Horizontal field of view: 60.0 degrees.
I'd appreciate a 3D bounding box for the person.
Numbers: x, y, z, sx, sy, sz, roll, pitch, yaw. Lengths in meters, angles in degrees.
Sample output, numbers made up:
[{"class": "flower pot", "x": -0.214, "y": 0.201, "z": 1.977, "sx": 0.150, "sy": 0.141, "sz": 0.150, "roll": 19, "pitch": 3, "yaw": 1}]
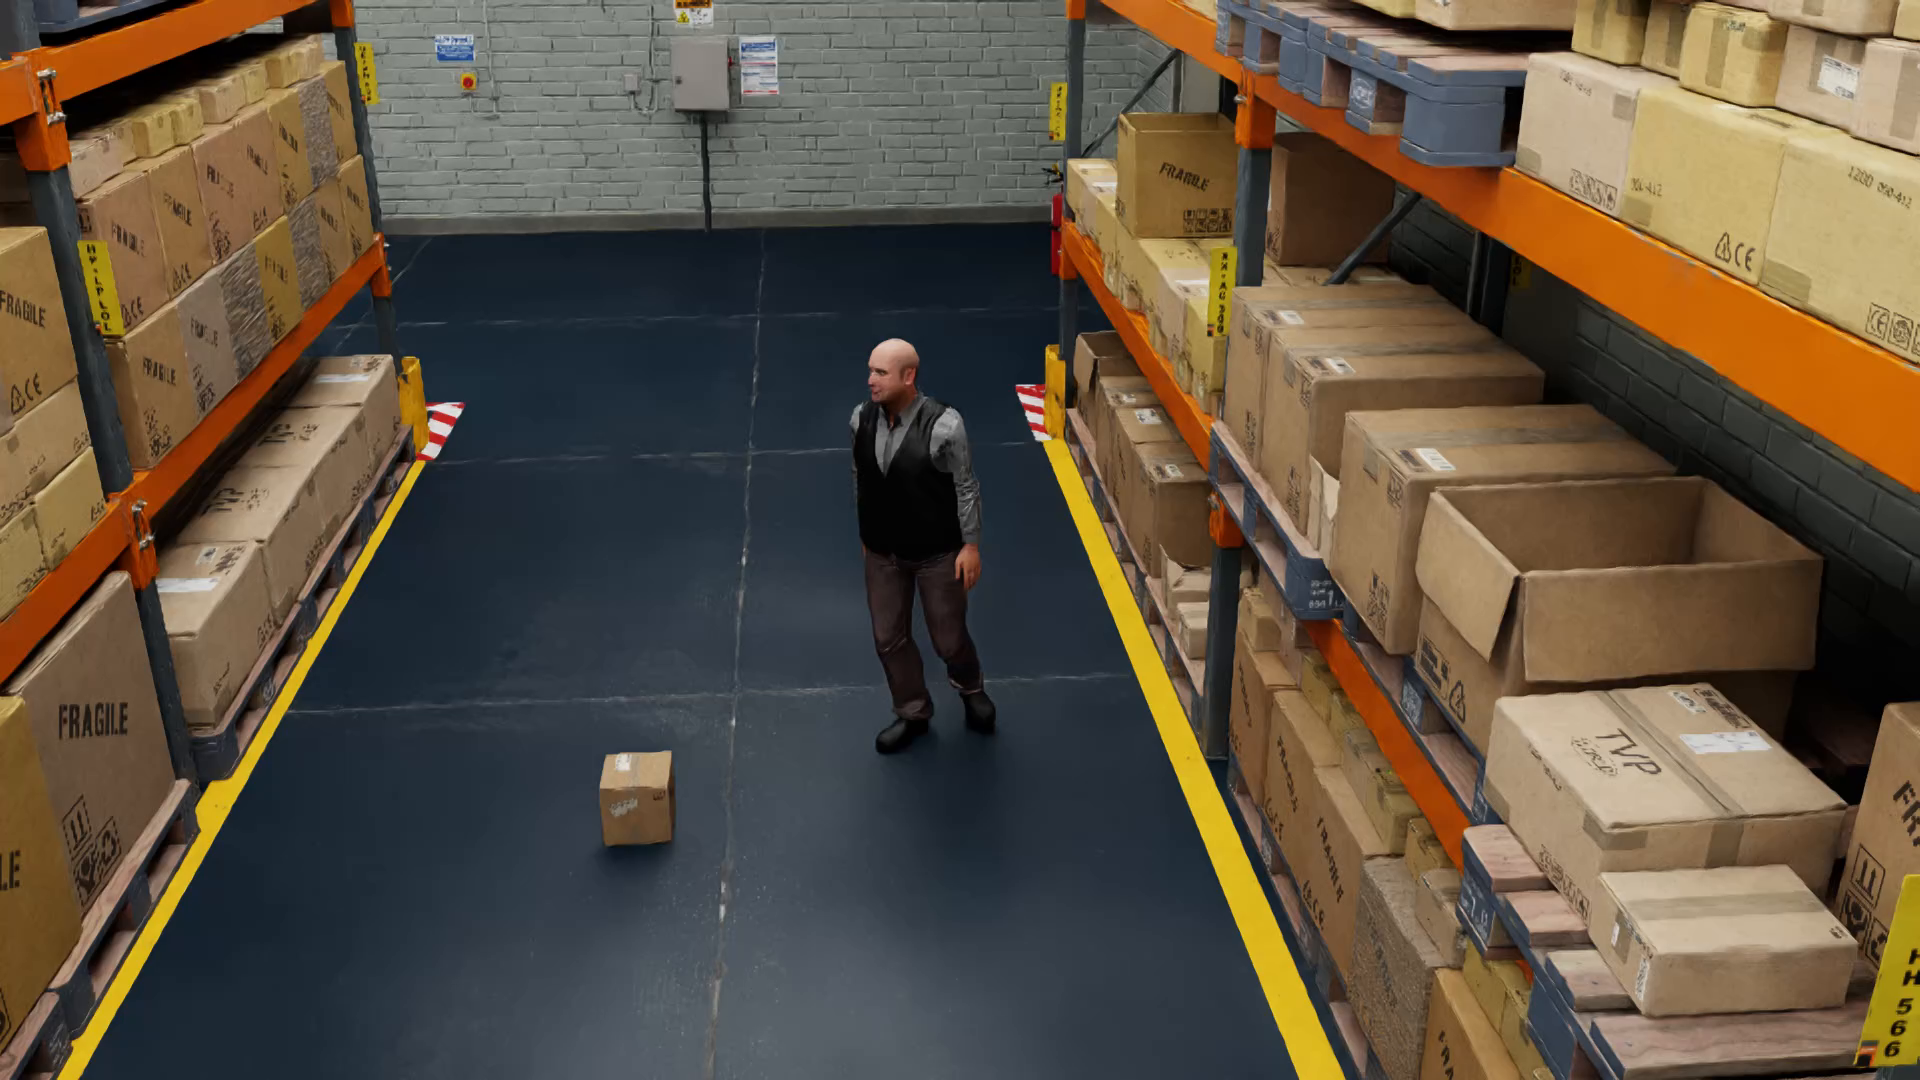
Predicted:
[{"class": "person", "x": -0.150, "y": 0.001, "z": 6.632, "sx": 0.569, "sy": 1.712, "sz": 0.543, "roll": 11, "pitch": 26, "yaw": 24}]
